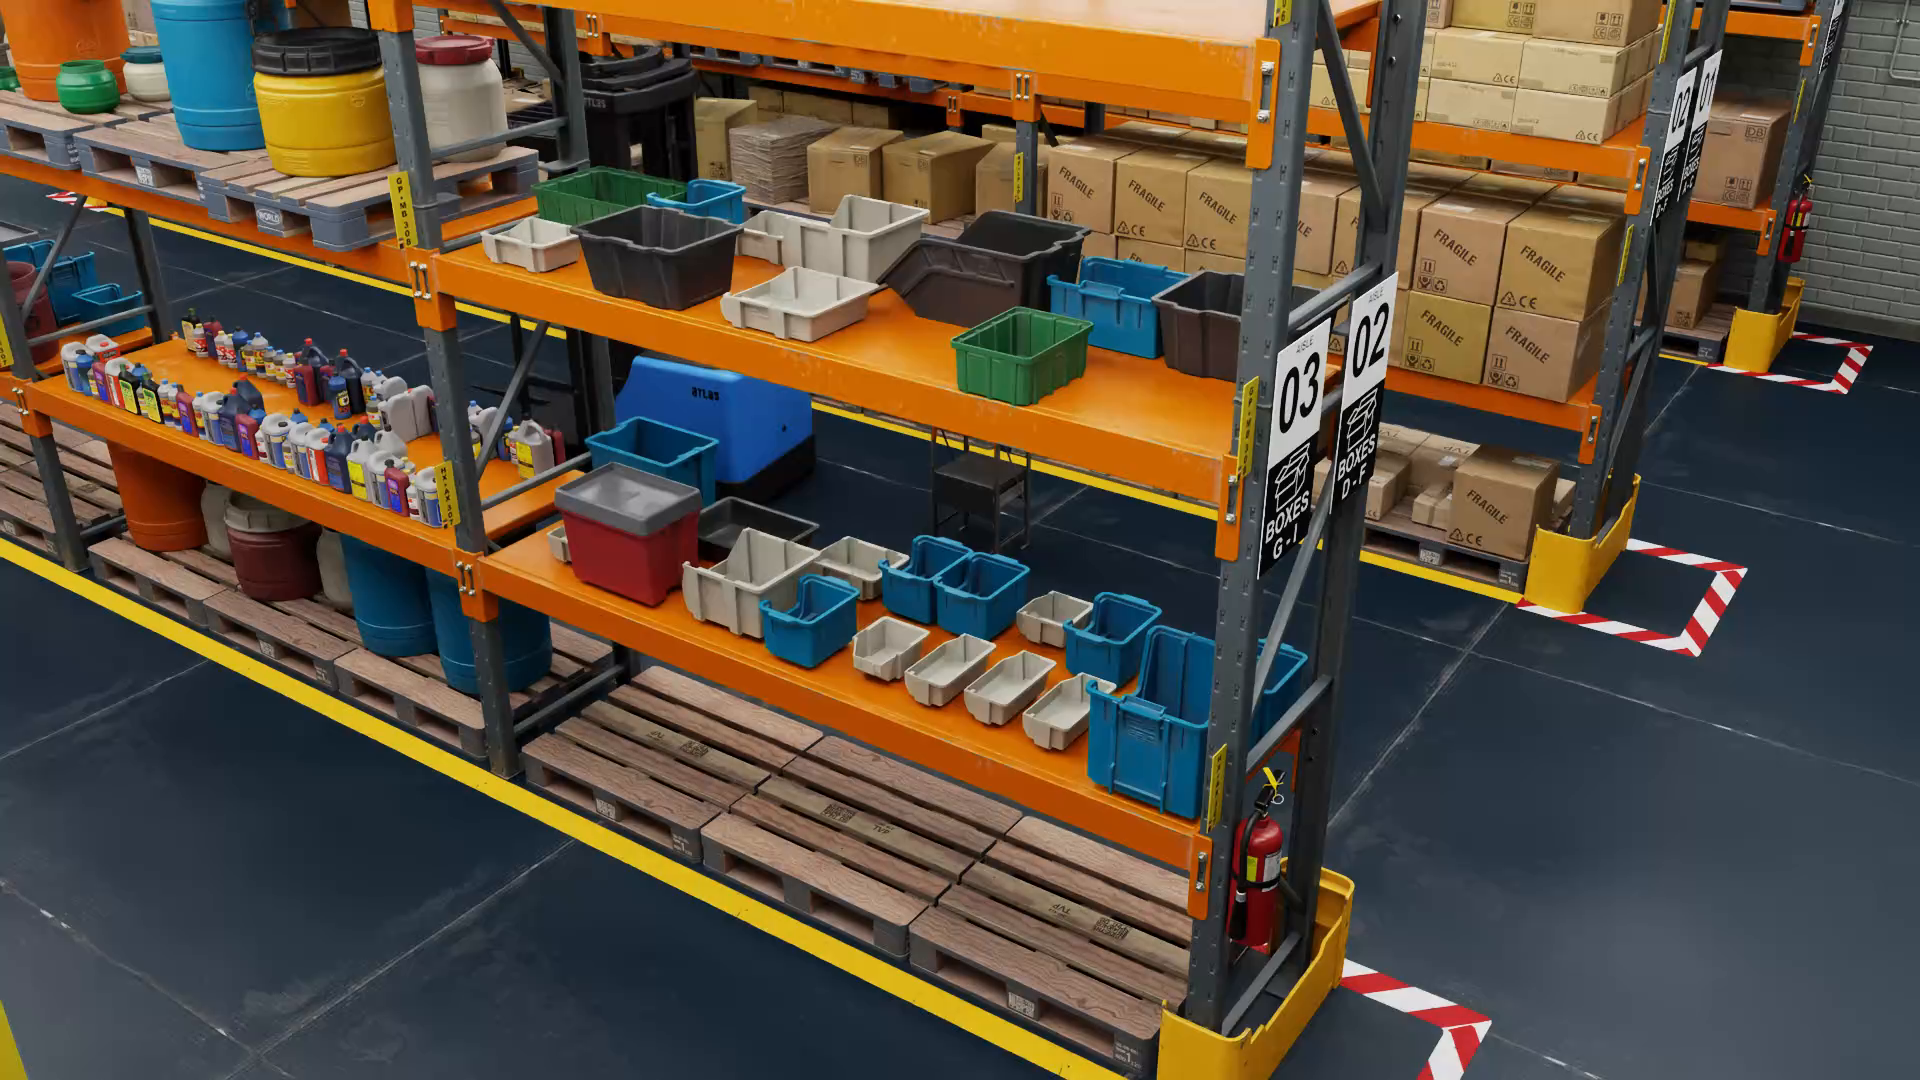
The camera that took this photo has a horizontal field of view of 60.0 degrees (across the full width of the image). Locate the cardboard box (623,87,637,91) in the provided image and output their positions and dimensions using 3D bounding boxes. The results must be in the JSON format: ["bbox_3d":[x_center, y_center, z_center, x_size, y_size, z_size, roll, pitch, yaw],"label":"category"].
[{"bbox_3d":[-3.963,-5.384,20.568,0.500,0.500,0.500,15,30,27],"label":"cardboard box"}]

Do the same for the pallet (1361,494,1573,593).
[{"bbox_3d":[3.284,-0.097,10.983,1.213,0.211,1.003,17,32,30],"label":"pallet"}]

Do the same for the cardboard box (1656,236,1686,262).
[{"bbox_3d":[5.964,-2.439,14.087,0.250,0.149,0.380,17,31,30],"label":"cardboard box"}]

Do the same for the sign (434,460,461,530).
[{"bbox_3d":[-2.413,-0.211,7.826,0.005,0.325,0.100,17,32,30],"label":"sign"}]

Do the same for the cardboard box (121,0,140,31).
[{"bbox_3d":[-8.326,-5.576,17.134,0.500,0.500,0.700,16,31,29],"label":"cardboard box"}]

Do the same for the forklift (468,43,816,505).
[{"bbox_3d":[-2.588,-1.905,11.536,3.031,2.935,1.130,13,30,23],"label":"forklift"}]

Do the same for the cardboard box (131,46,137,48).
[{"bbox_3d":[-8.371,-5.012,17.455,0.500,0.500,0.700,18,32,32],"label":"cardboard box"}]

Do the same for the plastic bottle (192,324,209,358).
[{"bbox_3d":[-4.737,-1.250,10.393,0.097,0.201,0.097,0,27,0],"label":"plastic bottle"}]

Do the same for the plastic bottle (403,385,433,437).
[{"bbox_3d":[-3.029,-0.736,9.301,0.135,0.276,0.152,17,32,30],"label":"plastic bottle"}]

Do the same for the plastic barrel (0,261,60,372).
[{"bbox_3d":[-5.951,-1.386,10.291,0.708,0.536,0.600,17,32,30],"label":"plastic barrel"}]

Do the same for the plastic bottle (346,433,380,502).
[{"bbox_3d":[-3.043,-0.384,8.526,0.185,0.351,0.144,17,32,30],"label":"plastic bottle"}]

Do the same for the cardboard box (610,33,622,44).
[{"bbox_3d":[-4.053,-6.132,19.910,0.500,0.250,0.500,17,32,31],"label":"cardboard box"}]

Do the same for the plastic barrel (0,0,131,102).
[{"bbox_3d":[-4.931,-2.888,9.149,0.708,0.830,0.600,17,32,30],"label":"plastic barrel"}]

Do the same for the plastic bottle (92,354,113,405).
[{"bbox_3d":[-4.978,-0.934,9.681,0.133,0.283,0.061,17,32,30],"label":"plastic bottle"}]

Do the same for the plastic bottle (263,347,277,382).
[{"bbox_3d":[-4.146,-1.066,10.031,0.097,0.201,0.097,0,27,0],"label":"plastic bottle"}]

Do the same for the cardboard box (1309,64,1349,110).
[{"bbox_3d":[2.204,-2.810,10.097,0.500,0.250,0.500,17,32,30],"label":"cardboard box"}]

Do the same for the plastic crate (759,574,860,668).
[{"bbox_3d":[-0.641,0.351,7.146,0.300,0.233,0.416,17,32,30],"label":"plastic crate"}]

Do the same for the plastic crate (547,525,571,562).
[{"bbox_3d":[-1.797,-0.029,7.998,0.243,0.136,0.396,17,32,30],"label":"plastic crate"}]

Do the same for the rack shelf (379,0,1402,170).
[{"bbox_3d":[-0.451,-1.954,6.176,4.000,0.370,1.077,17,32,30],"label":"rack shelf"}]

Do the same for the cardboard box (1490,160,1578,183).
[{"bbox_3d":[5.151,-3.612,14.484,0.700,0.700,0.980,16,31,28],"label":"cardboard box"}]

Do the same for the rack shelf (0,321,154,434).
[{"bbox_3d":[-7.046,-1.513,11.482,4.000,0.370,1.077,17,32,30],"label":"rack shelf"}]

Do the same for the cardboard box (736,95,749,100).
[{"bbox_3d":[-2.469,-4.950,19.714,0.500,0.500,0.700,19,32,32],"label":"cardboard box"}]

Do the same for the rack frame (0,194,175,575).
[{"bbox_3d":[-5.397,-1.320,10.310,0.127,3.000,1.000,17,32,30],"label":"rack frame"}]

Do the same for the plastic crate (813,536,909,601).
[{"bbox_3d":[-0.494,0.133,7.680,0.466,0.136,0.293,17,32,30],"label":"plastic crate"}]

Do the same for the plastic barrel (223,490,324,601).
[{"bbox_3d":[-4.053,-0.023,9.958,0.708,0.588,0.600,17,32,30],"label":"plastic barrel"}]

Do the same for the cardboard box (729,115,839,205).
[{"bbox_3d":[-1.361,-2.977,12.992,0.700,0.500,0.500,-24,36,-39],"label":"cardboard box"}]

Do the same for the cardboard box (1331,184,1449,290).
[{"bbox_3d":[2.635,-1.879,10.196,0.500,0.500,0.500,18,32,32],"label":"cardboard box"}]

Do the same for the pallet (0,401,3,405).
[{"bbox_3d":[-8.025,-0.917,12.593,1.213,0.211,1.003,17,32,30],"label":"pallet"}]

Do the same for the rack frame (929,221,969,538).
[{"bbox_3d":[-0.065,-0.956,10.587,0.015,2.100,0.400,17,32,30],"label":"rack frame"}]

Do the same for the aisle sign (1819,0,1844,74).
[{"bbox_3d":[6.696,-3.997,12.705,0.004,0.787,0.394,17,32,30],"label":"aisle sign"}]

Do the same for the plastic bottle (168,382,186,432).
[{"bbox_3d":[-4.382,-0.753,9.339,0.097,0.271,0.097,0,27,0],"label":"plastic bottle"}]

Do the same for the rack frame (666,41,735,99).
[{"bbox_3d":[-3.085,-6.051,19.606,0.127,3.000,1.000,17,32,30],"label":"rack frame"}]

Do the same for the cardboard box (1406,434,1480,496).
[{"bbox_3d":[3.305,-0.461,11.169,0.500,0.250,0.500,17,32,30],"label":"cardboard box"}]

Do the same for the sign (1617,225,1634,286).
[{"bbox_3d":[3.674,-1.571,9.179,0.005,0.325,0.100,17,32,30],"label":"sign"}]

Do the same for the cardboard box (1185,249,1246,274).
[{"bbox_3d":[1.808,-1.696,10.939,0.500,0.500,0.500,17,32,30],"label":"cardboard box"}]

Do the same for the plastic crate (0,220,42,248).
[{"bbox_3d":[-6.556,-1.878,11.336,0.583,0.464,0.402,17,32,30],"label":"plastic crate"}]

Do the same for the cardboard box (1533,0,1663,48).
[{"bbox_3d":[3.572,-3.069,9.228,0.500,0.500,0.700,17,32,30],"label":"cardboard box"}]

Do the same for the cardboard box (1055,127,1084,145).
[{"bbox_3d":[1.462,-3.787,17.066,0.750,0.750,0.750,17,32,30],"label":"cardboard box"}]

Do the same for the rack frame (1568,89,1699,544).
[{"bbox_3d":[4.005,-1.116,9.910,0.127,3.000,1.000,17,32,30],"label":"rack frame"}]

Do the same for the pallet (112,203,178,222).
[{"bbox_3d":[-8.530,-3.802,18.261,1.213,0.211,1.003,17,32,30],"label":"pallet"}]

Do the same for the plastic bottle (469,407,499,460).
[{"bbox_3d":[-2.567,-0.593,9.018,0.135,0.276,0.152,17,32,30],"label":"plastic bottle"}]

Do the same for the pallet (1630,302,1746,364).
[{"bbox_3d":[6.103,-1.903,14.530,1.213,0.211,1.003,17,32,30],"label":"pallet"}]

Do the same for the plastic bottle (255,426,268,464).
[{"bbox_3d":[-3.738,-0.521,8.960,0.097,0.201,0.097,0,27,0],"label":"plastic bottle"}]

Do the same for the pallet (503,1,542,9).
[{"bbox_3d":[-3.200,-4.564,13.586,1.003,0.211,1.213,19,33,33],"label":"pallet"}]

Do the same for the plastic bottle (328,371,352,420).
[{"bbox_3d":[-3.542,-0.830,9.490,0.097,0.271,0.097,0,27,0],"label":"plastic bottle"}]

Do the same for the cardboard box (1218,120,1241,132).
[{"bbox_3d":[2.661,-4.014,15.859,0.250,0.149,0.380,18,32,32],"label":"cardboard box"}]

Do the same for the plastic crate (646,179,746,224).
[{"bbox_3d":[-1.169,-1.440,7.425,0.300,0.233,0.416,17,32,30],"label":"plastic crate"}]

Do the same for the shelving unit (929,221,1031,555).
[{"bbox_3d":[0.136,-0.893,10.464,0.503,2.100,0.431,17,32,30],"label":"shelving unit"}]

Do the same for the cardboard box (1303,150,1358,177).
[{"bbox_3d":[2.524,-2.211,10.849,0.500,0.500,0.500,17,32,30],"label":"cardboard box"}]

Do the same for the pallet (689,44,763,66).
[{"bbox_3d":[-2.538,-5.715,19.157,1.213,0.211,1.003,17,32,30],"label":"pallet"}]

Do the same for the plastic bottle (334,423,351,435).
[{"bbox_3d":[-3.269,-0.490,8.822,0.097,0.271,0.097,0,27,0],"label":"plastic bottle"}]

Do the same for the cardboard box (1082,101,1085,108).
[{"bbox_3d":[1.429,-4.429,16.676,0.250,0.149,0.380,18,32,31],"label":"cardboard box"}]

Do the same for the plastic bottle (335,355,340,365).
[{"bbox_3d":[-3.618,-0.948,9.709,0.133,0.283,0.061,17,32,30],"label":"plastic bottle"}]

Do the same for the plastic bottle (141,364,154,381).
[{"bbox_3d":[-4.787,-0.932,9.767,0.097,0.201,0.097,0,27,0],"label":"plastic bottle"}]

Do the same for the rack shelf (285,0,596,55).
[{"bbox_3d":[-4.238,-4.700,14.439,4.000,0.370,1.077,17,32,30],"label":"rack shelf"}]
